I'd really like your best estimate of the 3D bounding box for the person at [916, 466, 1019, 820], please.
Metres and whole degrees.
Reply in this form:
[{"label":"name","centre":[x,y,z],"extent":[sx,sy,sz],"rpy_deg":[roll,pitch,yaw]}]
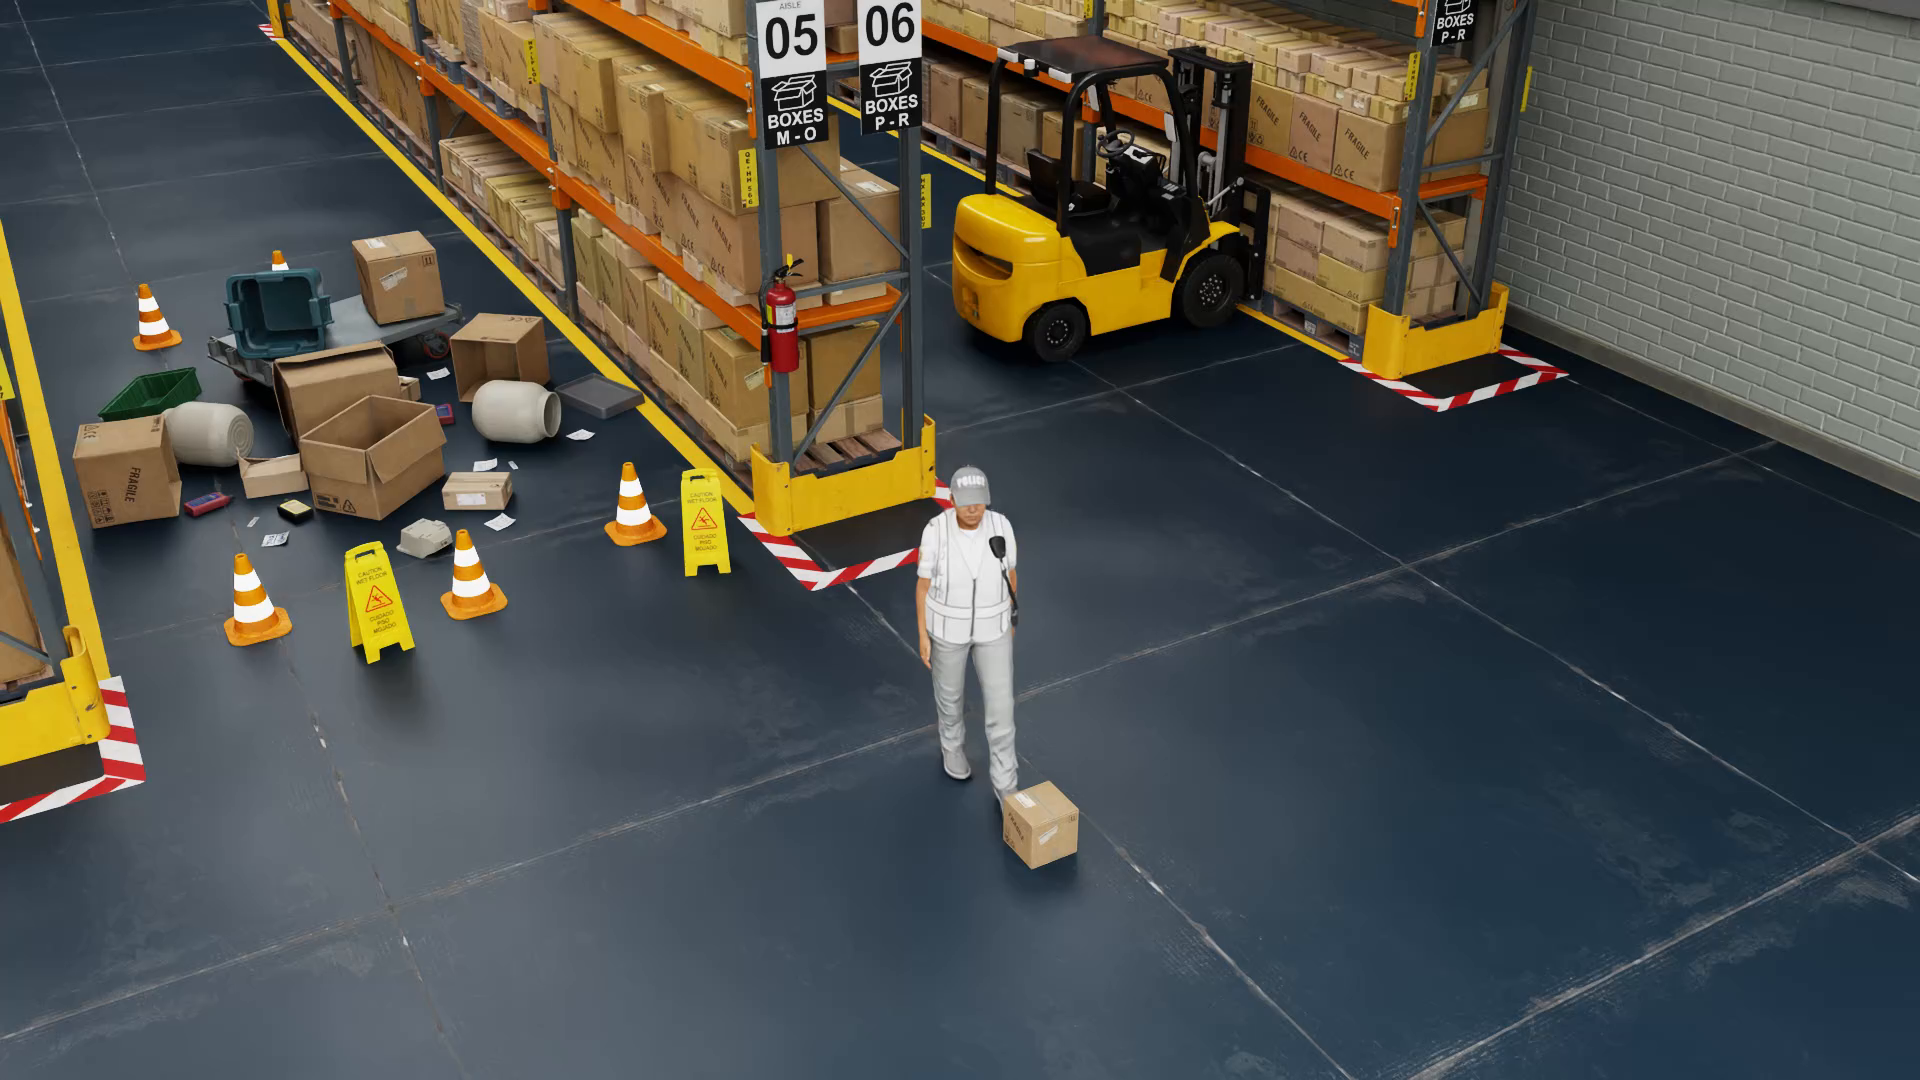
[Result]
[{"label":"person","centre":[0.051,0.481,7.682],"extent":[0.486,1.652,0.709],"rpy_deg":[-3,29,-5]}]
